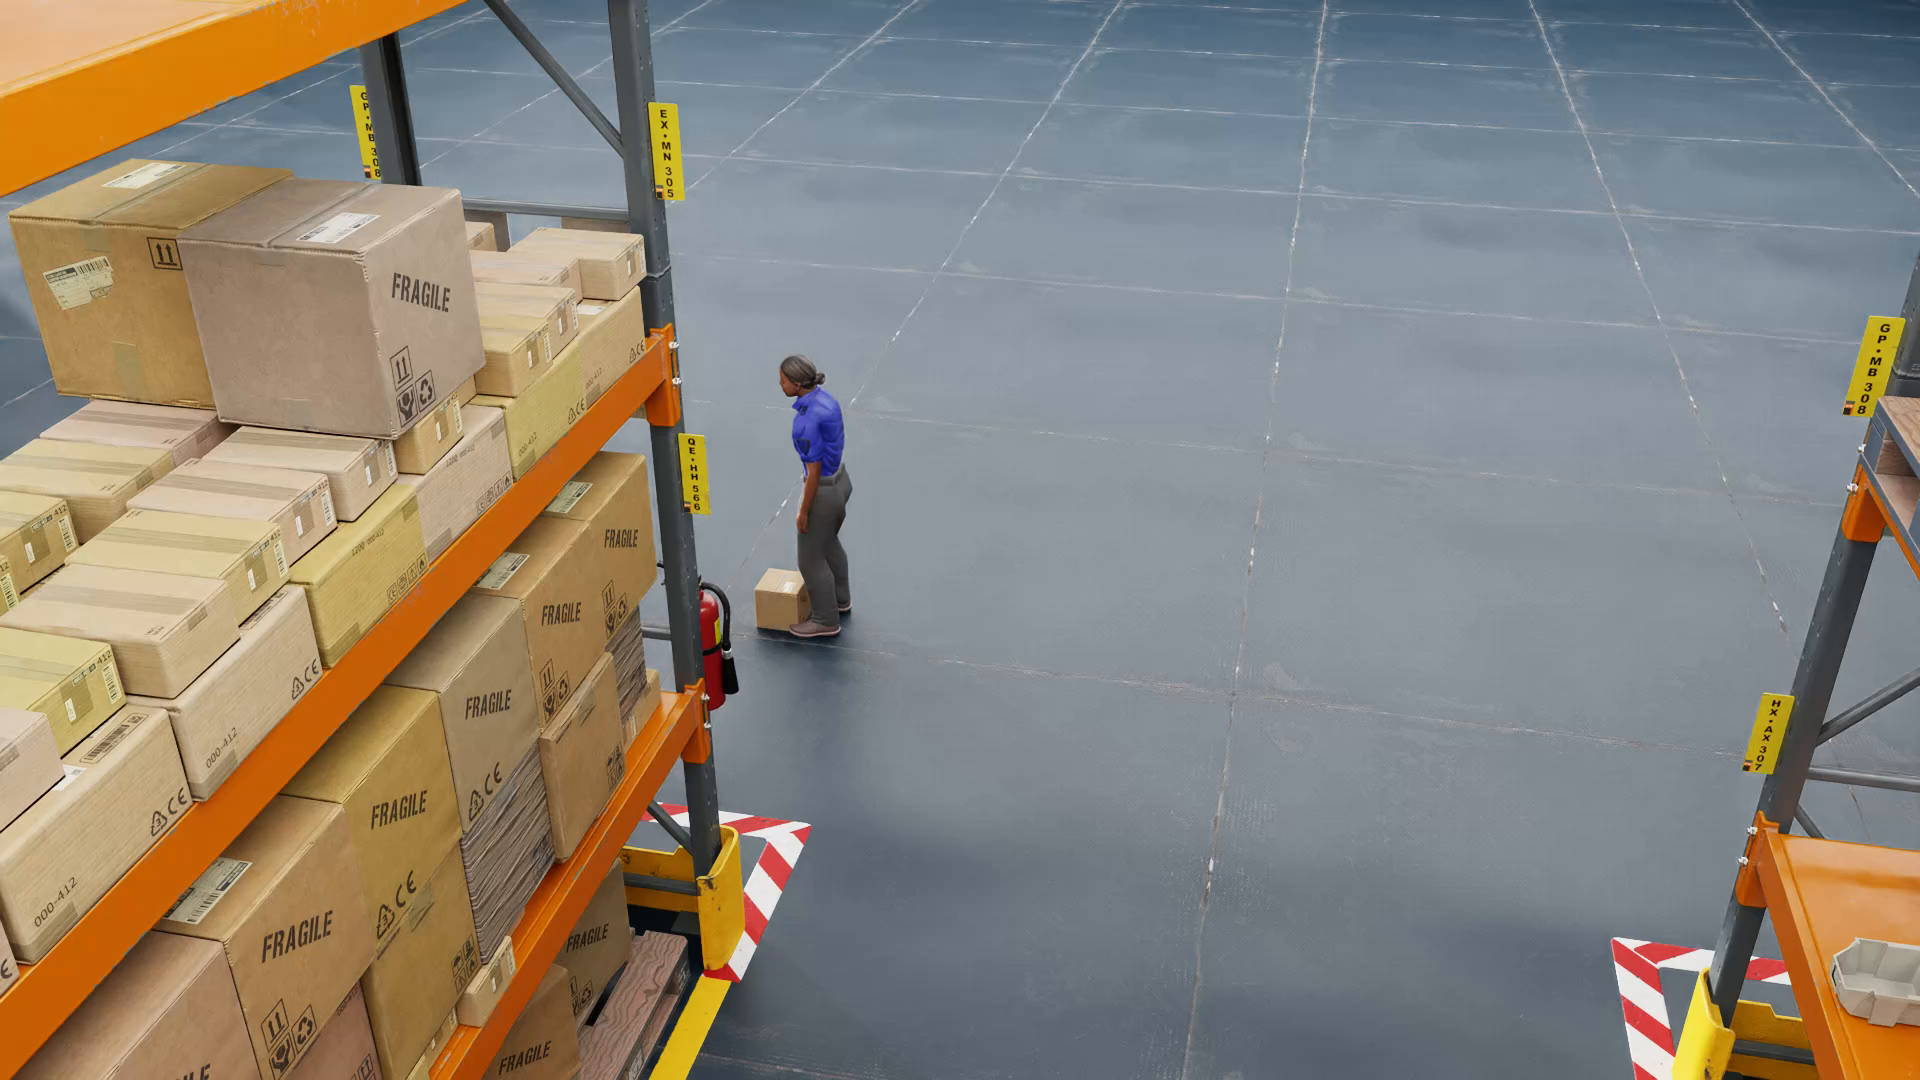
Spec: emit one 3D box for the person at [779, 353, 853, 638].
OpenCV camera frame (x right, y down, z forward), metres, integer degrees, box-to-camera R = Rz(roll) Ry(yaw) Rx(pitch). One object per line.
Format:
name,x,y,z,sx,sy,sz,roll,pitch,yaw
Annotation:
person,-0.777,-0.254,9.076,0.353,1.654,0.518,5,29,10
